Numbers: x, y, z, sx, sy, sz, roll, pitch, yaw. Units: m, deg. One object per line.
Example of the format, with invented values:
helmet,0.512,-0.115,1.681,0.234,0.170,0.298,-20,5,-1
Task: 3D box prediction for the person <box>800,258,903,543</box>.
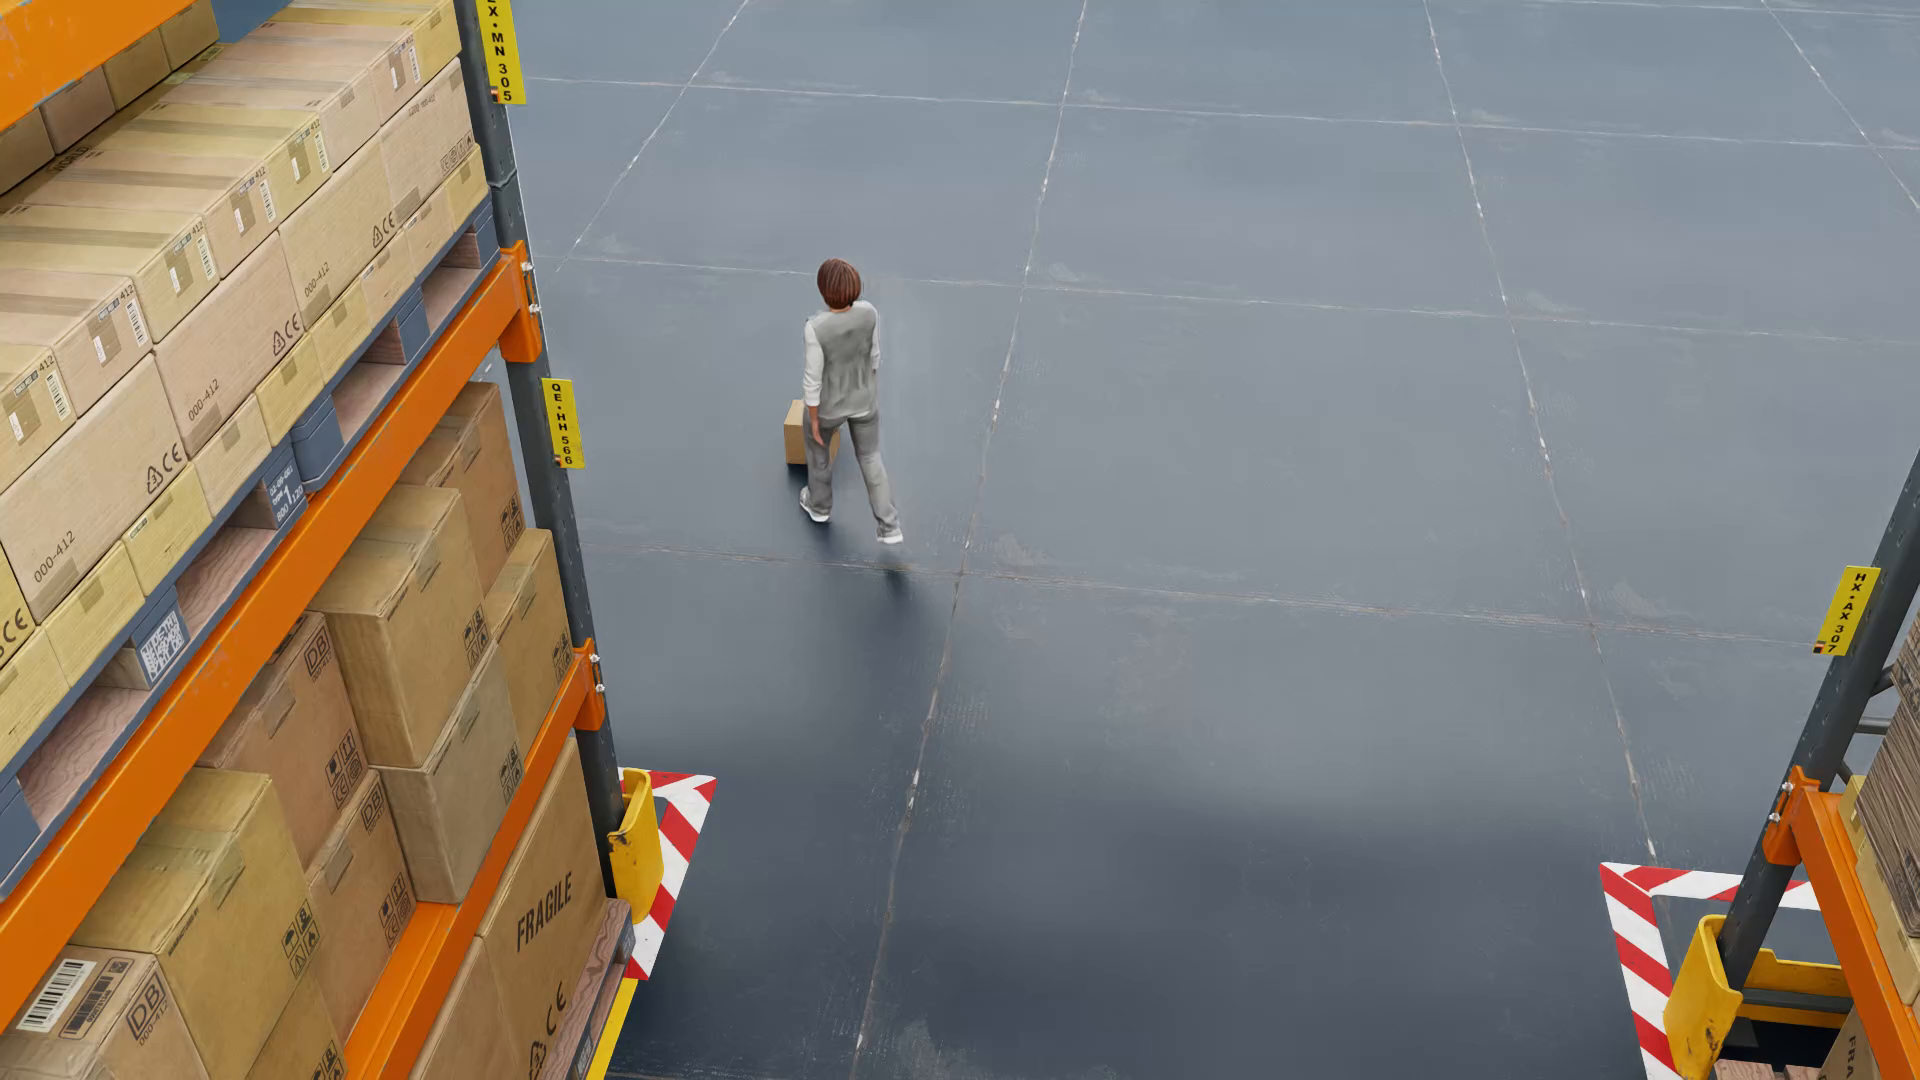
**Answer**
person,-0.572,-0.666,7.926,0.411,1.564,0.793,-14,39,-18
